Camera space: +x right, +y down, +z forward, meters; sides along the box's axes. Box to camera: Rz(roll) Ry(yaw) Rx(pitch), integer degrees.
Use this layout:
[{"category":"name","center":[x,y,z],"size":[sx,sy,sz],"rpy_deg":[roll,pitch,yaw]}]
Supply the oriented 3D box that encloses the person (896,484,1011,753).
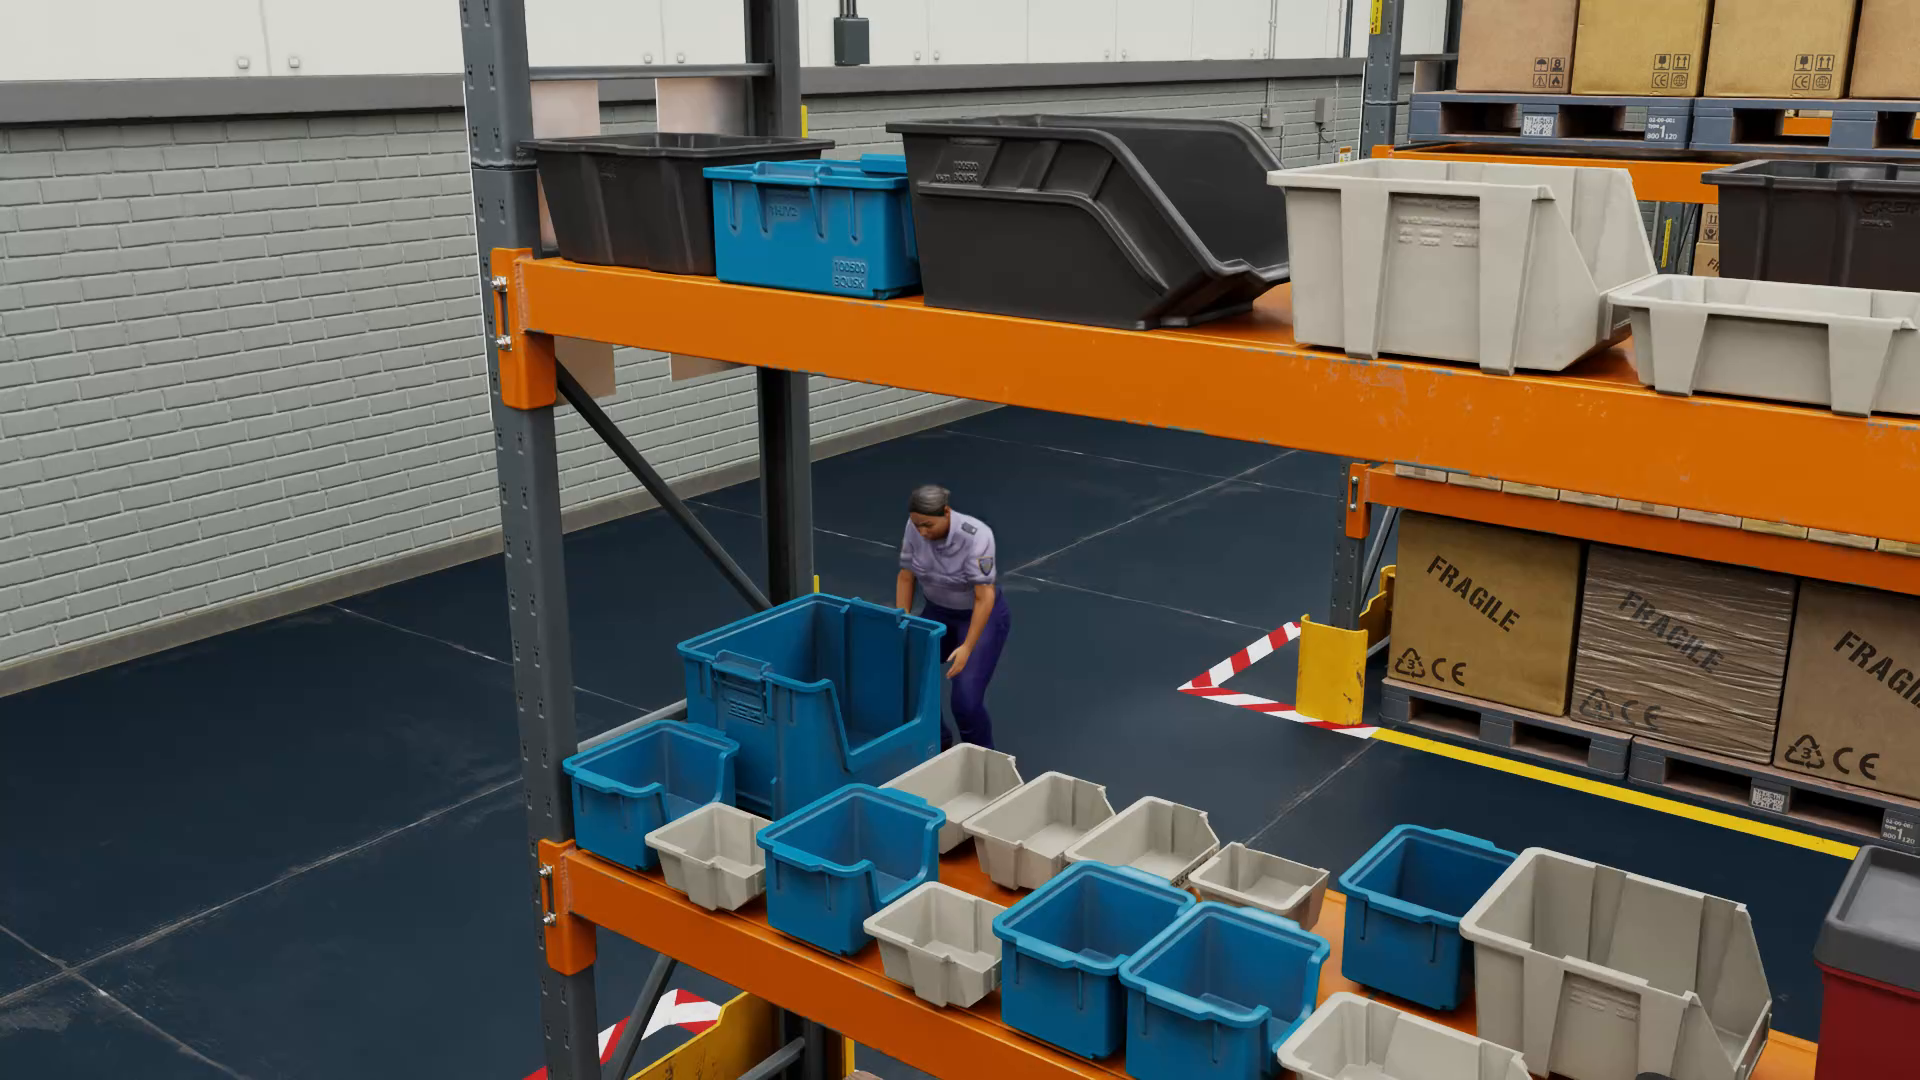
[{"category":"person","center":[-0.038,0.419,7.563],"size":[0.530,1.433,0.538],"rpy_deg":[12,21,35]}]
